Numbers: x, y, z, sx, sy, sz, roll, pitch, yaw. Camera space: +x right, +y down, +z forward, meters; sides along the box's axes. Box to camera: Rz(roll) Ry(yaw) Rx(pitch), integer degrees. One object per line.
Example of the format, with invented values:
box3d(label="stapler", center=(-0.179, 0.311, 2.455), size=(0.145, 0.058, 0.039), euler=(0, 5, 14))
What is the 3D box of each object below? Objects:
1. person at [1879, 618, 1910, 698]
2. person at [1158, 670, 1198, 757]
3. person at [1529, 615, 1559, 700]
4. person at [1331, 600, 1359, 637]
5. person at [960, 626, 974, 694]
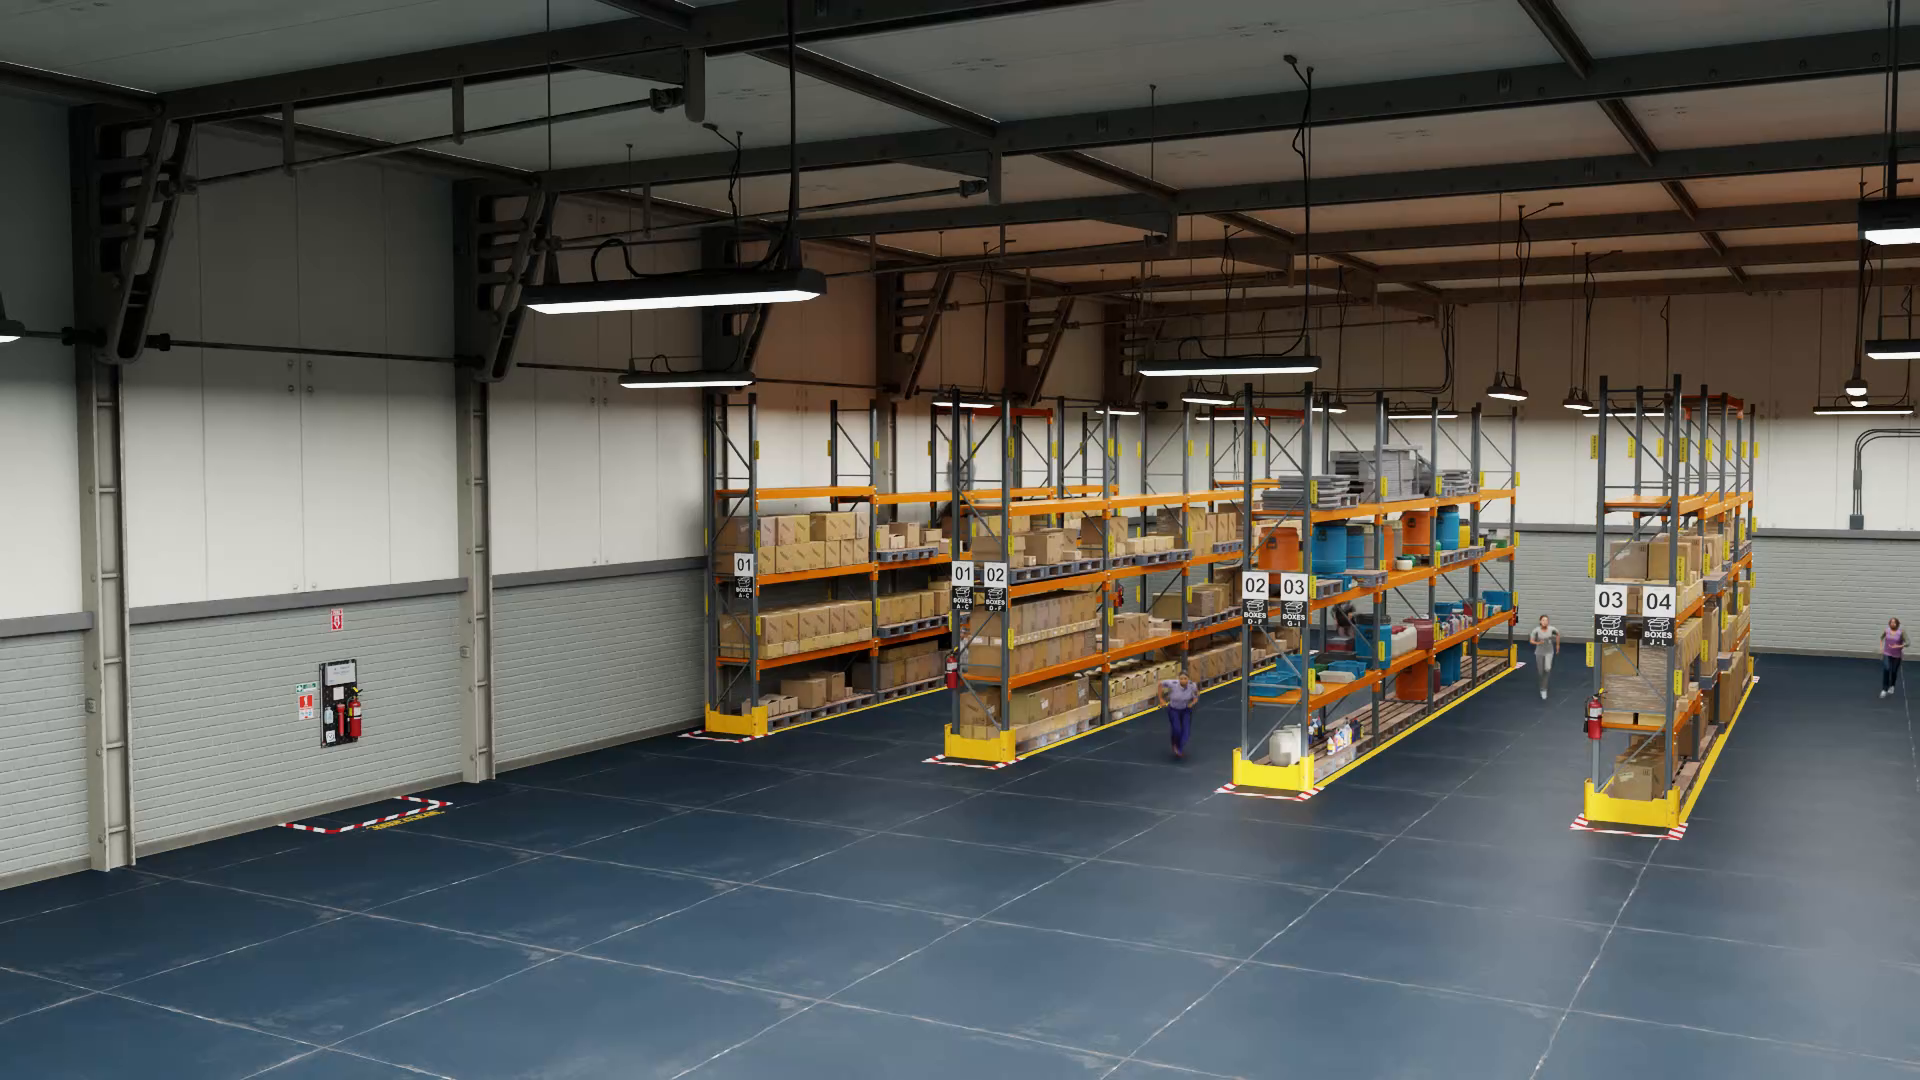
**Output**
box3d(label="person", center=(18.915, 2.381, 33.670), size=(0.542, 1.593, 0.794), euler=(2, 4, 32))
box3d(label="person", center=(3.518, 2.809, 26.870), size=(0.637, 1.482, 0.864), euler=(0, 3, -3))
box3d(label="person", center=(11.842, 2.353, 33.713), size=(0.588, 1.707, 0.877), euler=(1, 3, 16))
box3d(label="person", center=(9.051, 2.044, 39.213), size=(0.665, 1.695, 0.649), euler=(1, 3, 19))
box3d(label="person", center=(0.098, 2.454, 31.969), size=(0.536, 1.678, 0.907), euler=(1, 3, 15))
